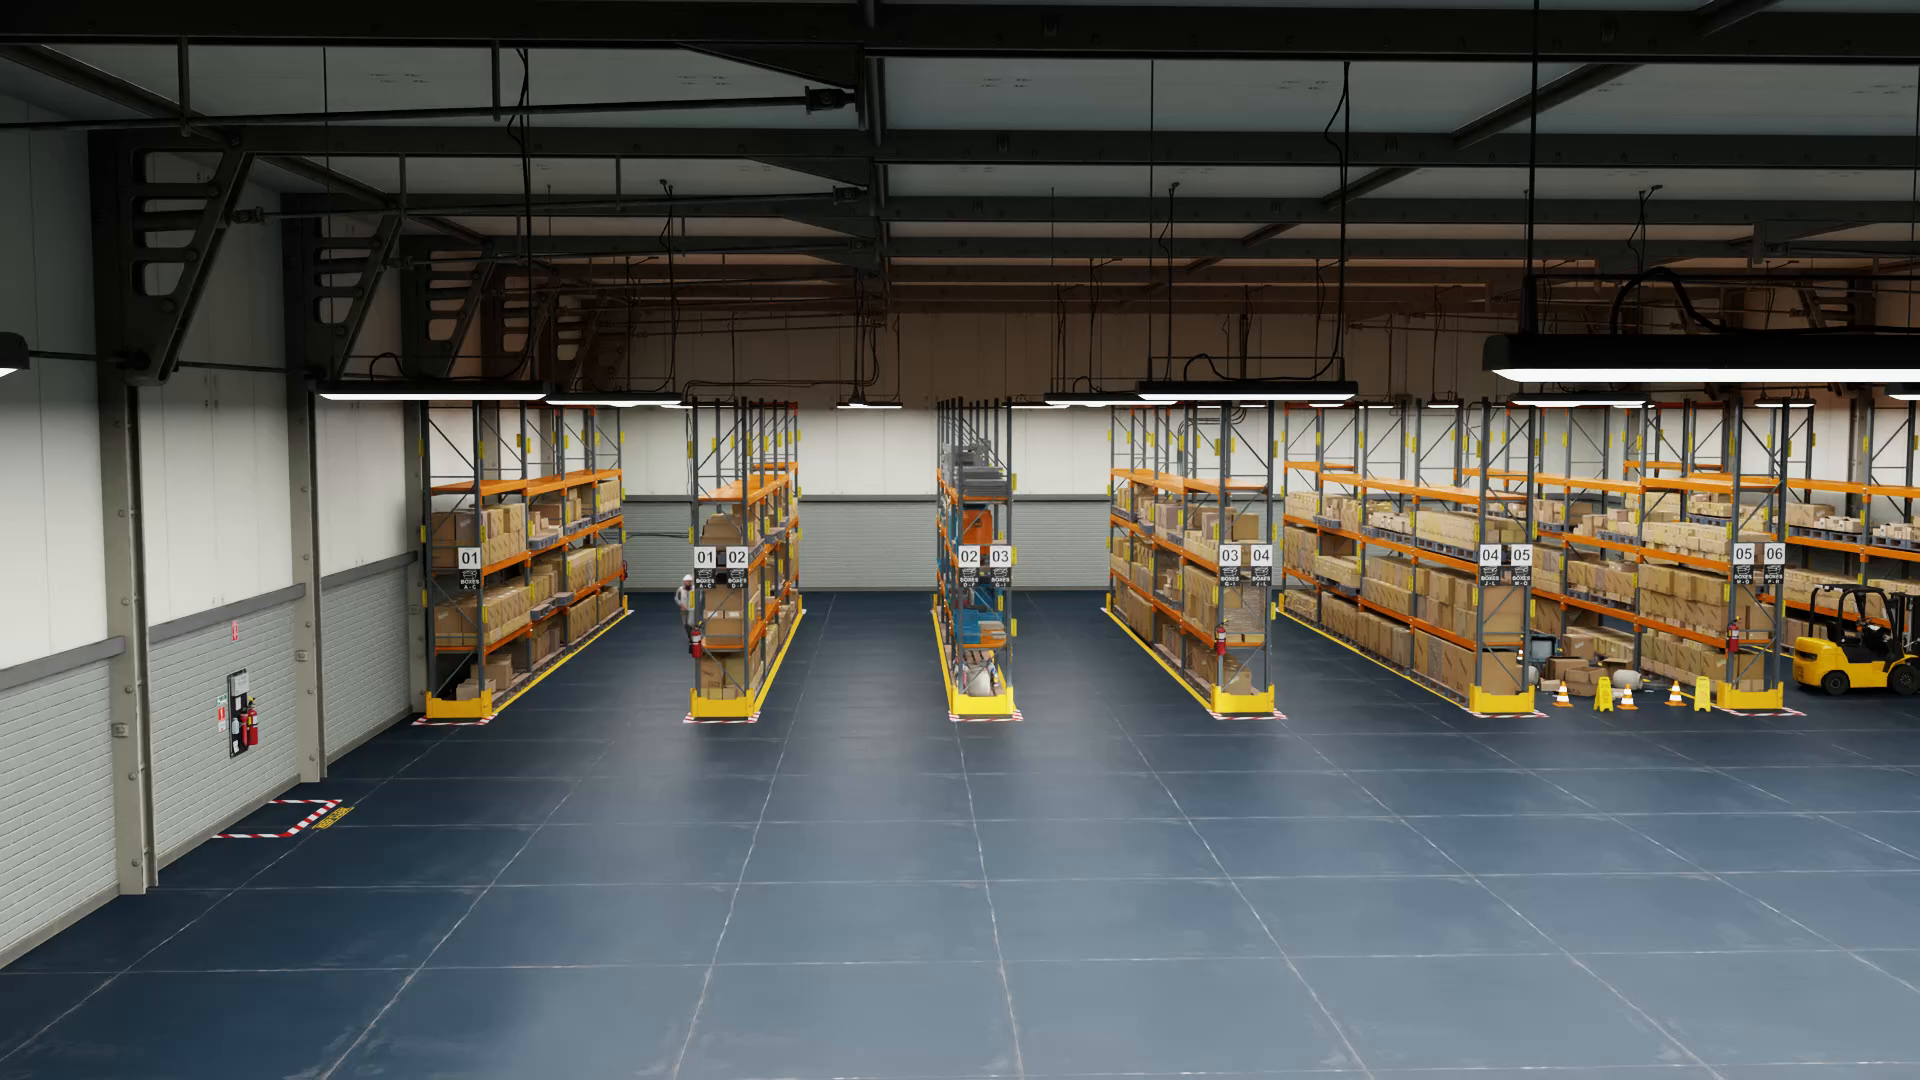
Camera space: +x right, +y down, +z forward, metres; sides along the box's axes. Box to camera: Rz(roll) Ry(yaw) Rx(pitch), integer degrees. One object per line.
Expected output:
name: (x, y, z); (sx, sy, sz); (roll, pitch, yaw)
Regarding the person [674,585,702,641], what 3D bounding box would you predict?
person: (-6.736, 1.804, 41.336); (0.612, 1.457, 0.672); (1, 4, 7)
